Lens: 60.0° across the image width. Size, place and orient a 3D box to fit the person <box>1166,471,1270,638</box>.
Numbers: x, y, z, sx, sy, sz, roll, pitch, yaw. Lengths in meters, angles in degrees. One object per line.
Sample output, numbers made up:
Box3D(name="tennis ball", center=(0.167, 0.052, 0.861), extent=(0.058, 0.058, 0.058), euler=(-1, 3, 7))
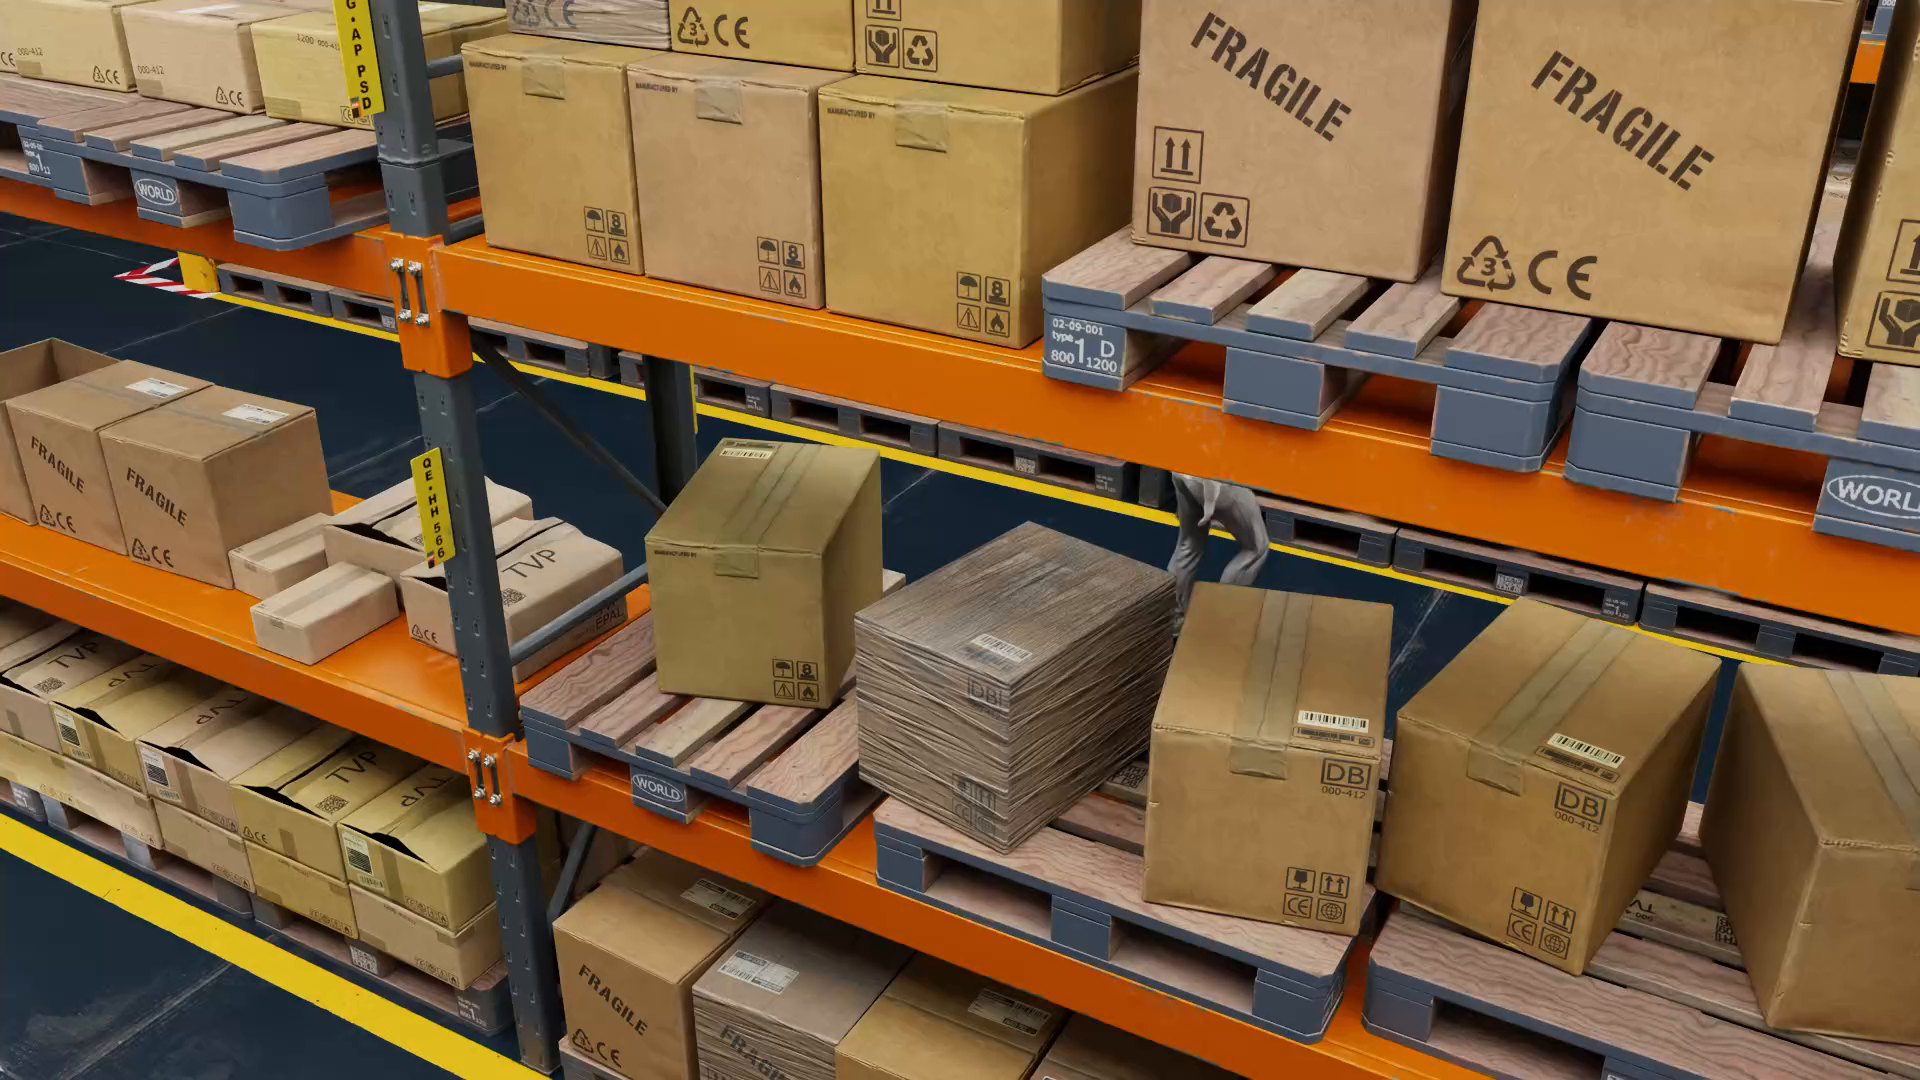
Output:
Box3D(name="person", center=(1.184, -0.272, 7.648), extent=(0.449, 1.733, 0.501), euler=(-9, 28, -18))
